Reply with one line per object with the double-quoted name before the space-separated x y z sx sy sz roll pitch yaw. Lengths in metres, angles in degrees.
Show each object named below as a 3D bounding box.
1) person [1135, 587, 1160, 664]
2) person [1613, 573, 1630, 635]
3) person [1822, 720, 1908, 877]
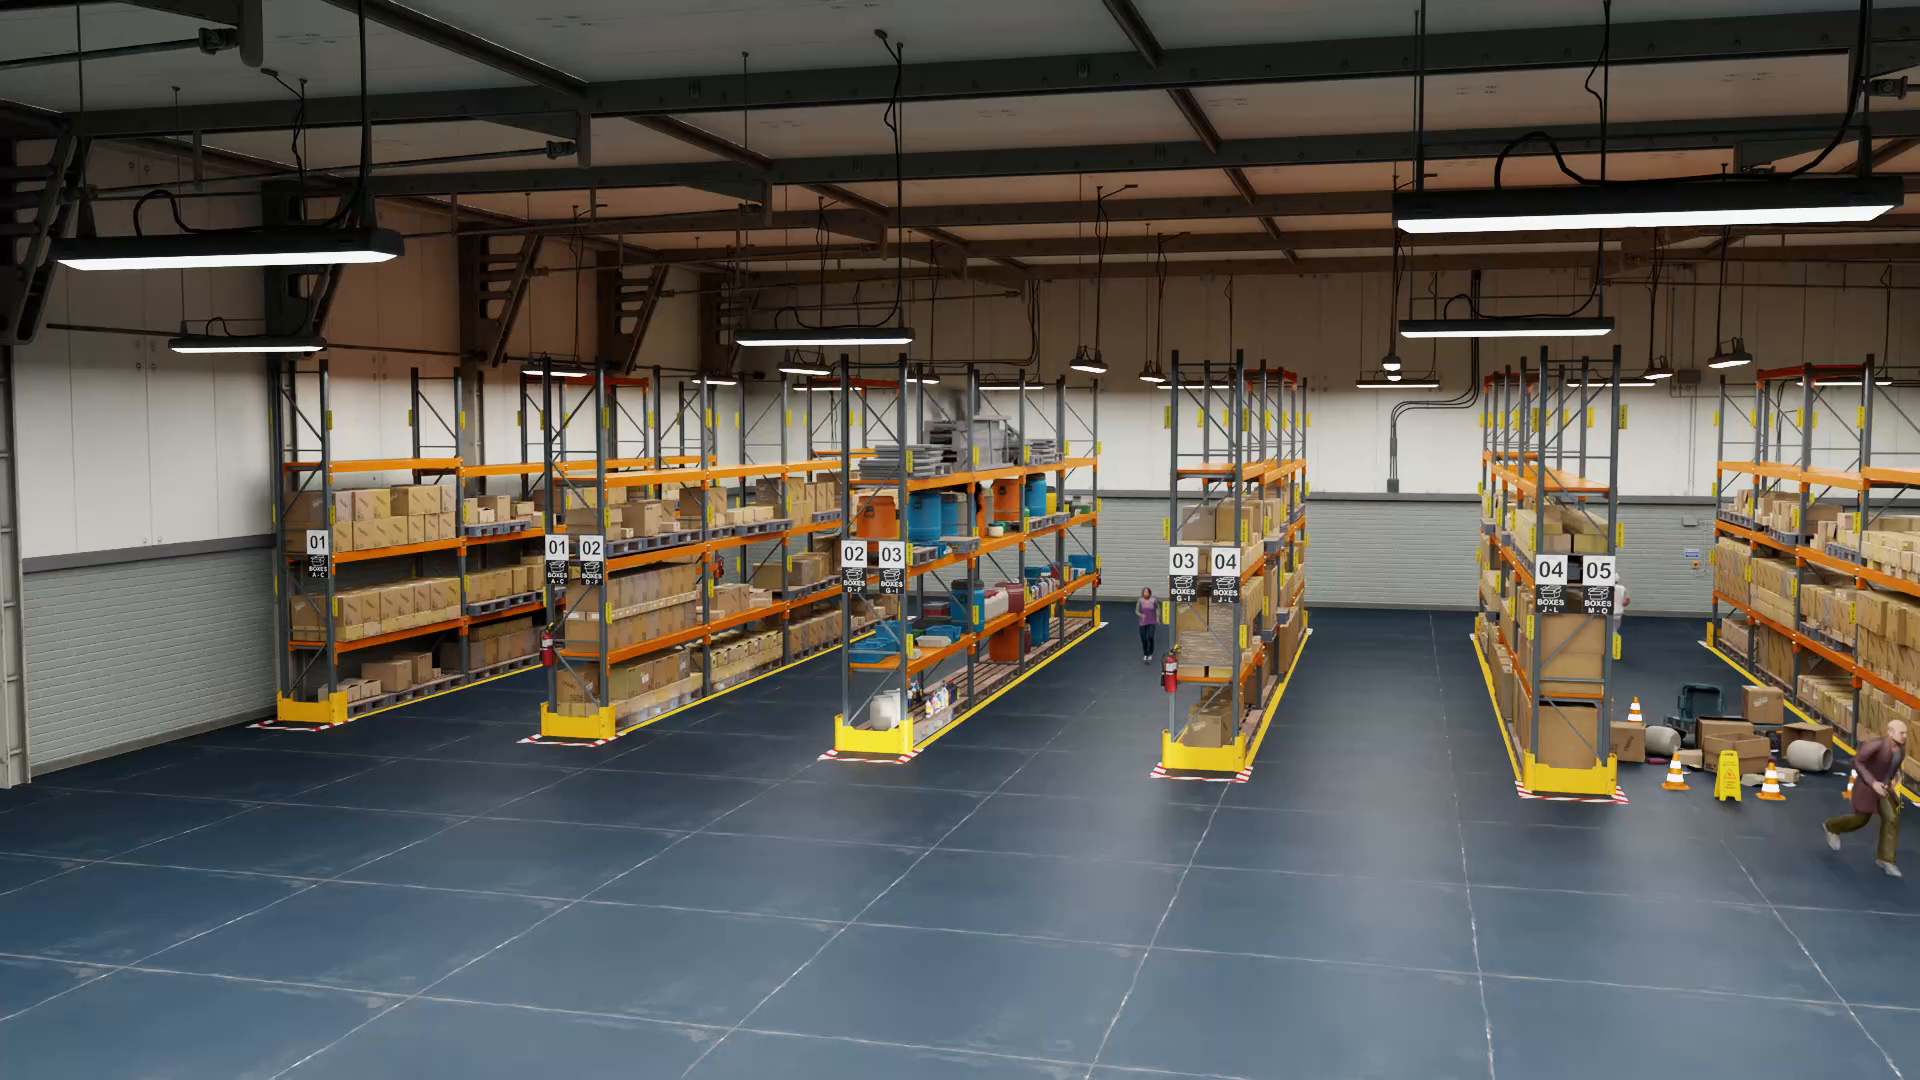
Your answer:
"person" 3.849 1.750 34.149 0.504 1.581 0.732 1 4 11
"person" 13.998 1.567 35.616 0.659 1.745 0.590 0 4 -1
"person" 10.201 2.825 18.709 0.741 1.738 1.078 -2 4 -23
